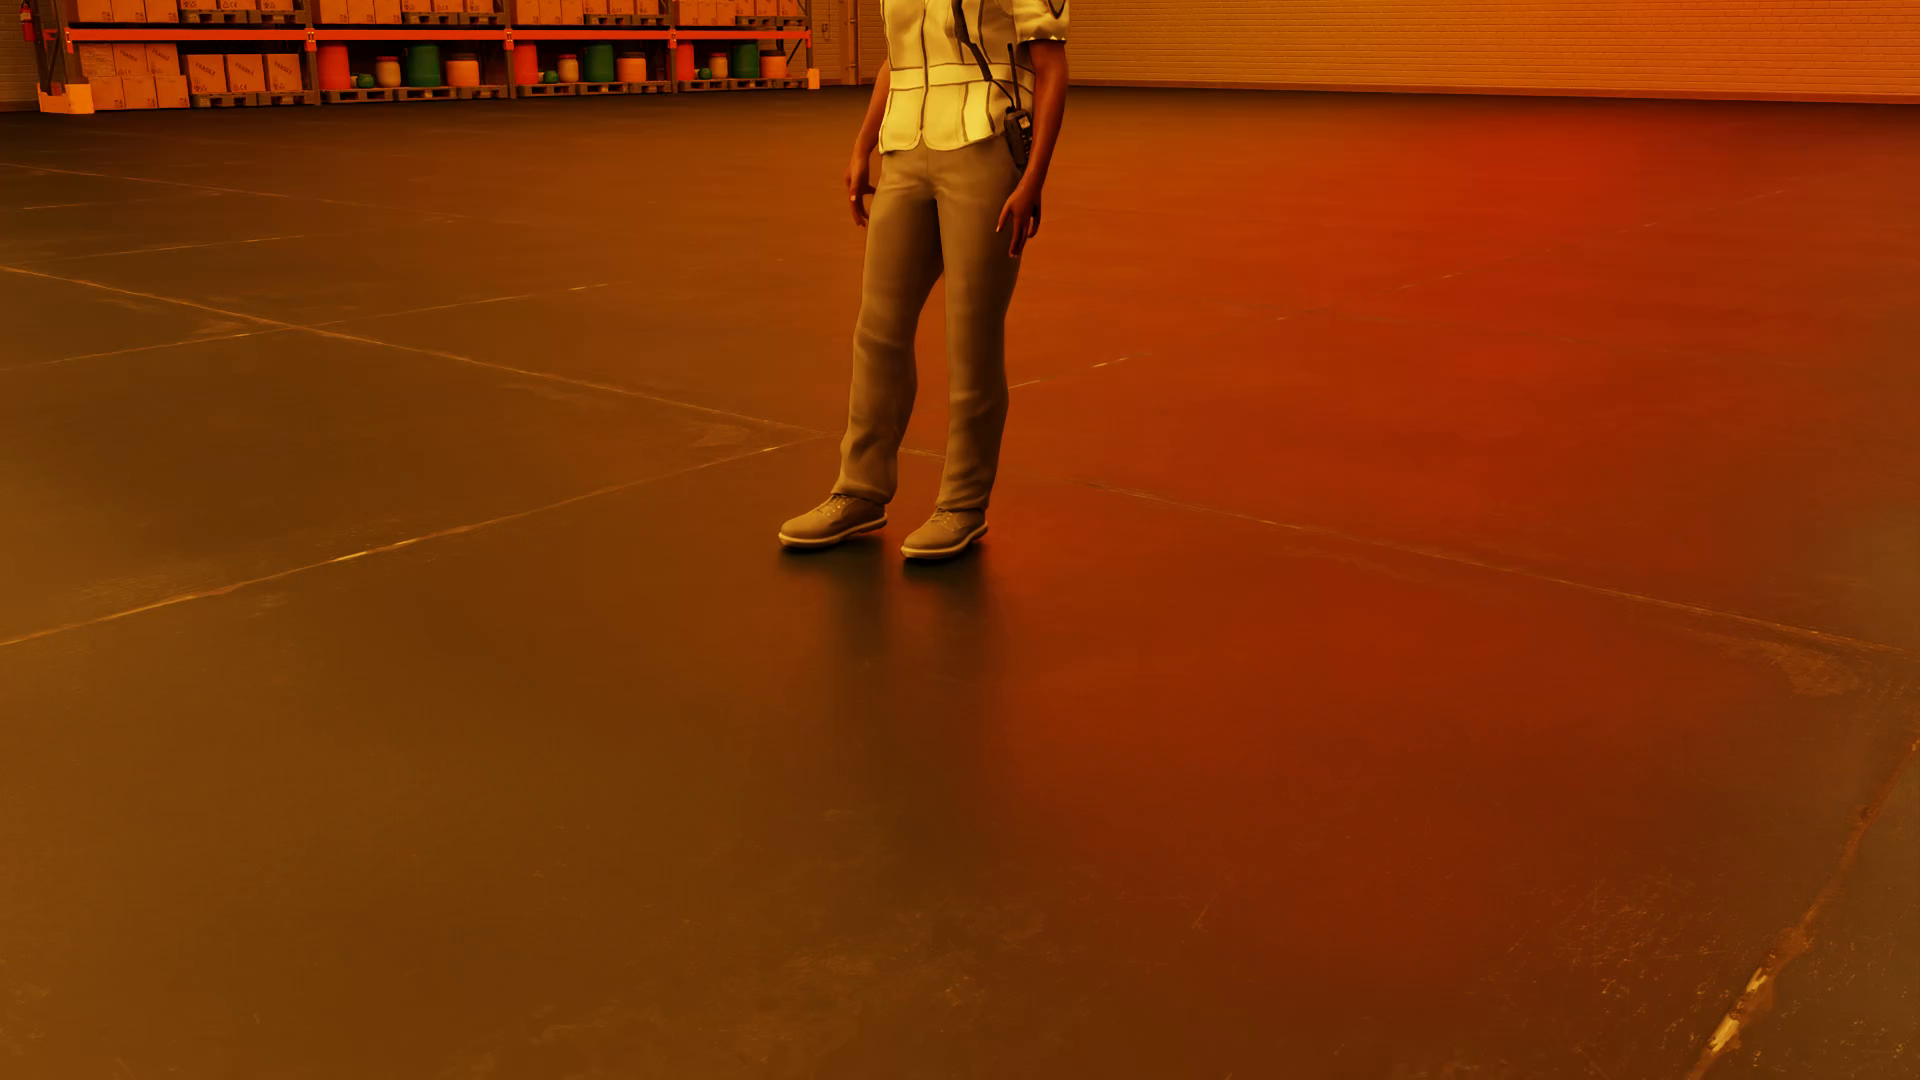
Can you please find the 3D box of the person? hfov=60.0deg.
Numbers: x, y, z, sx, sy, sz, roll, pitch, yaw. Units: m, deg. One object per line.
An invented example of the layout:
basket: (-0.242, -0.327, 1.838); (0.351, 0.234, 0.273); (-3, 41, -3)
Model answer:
person: (-0.063, -0.805, 3.650); (0.569, 1.695, 0.528); (13, 21, 37)
